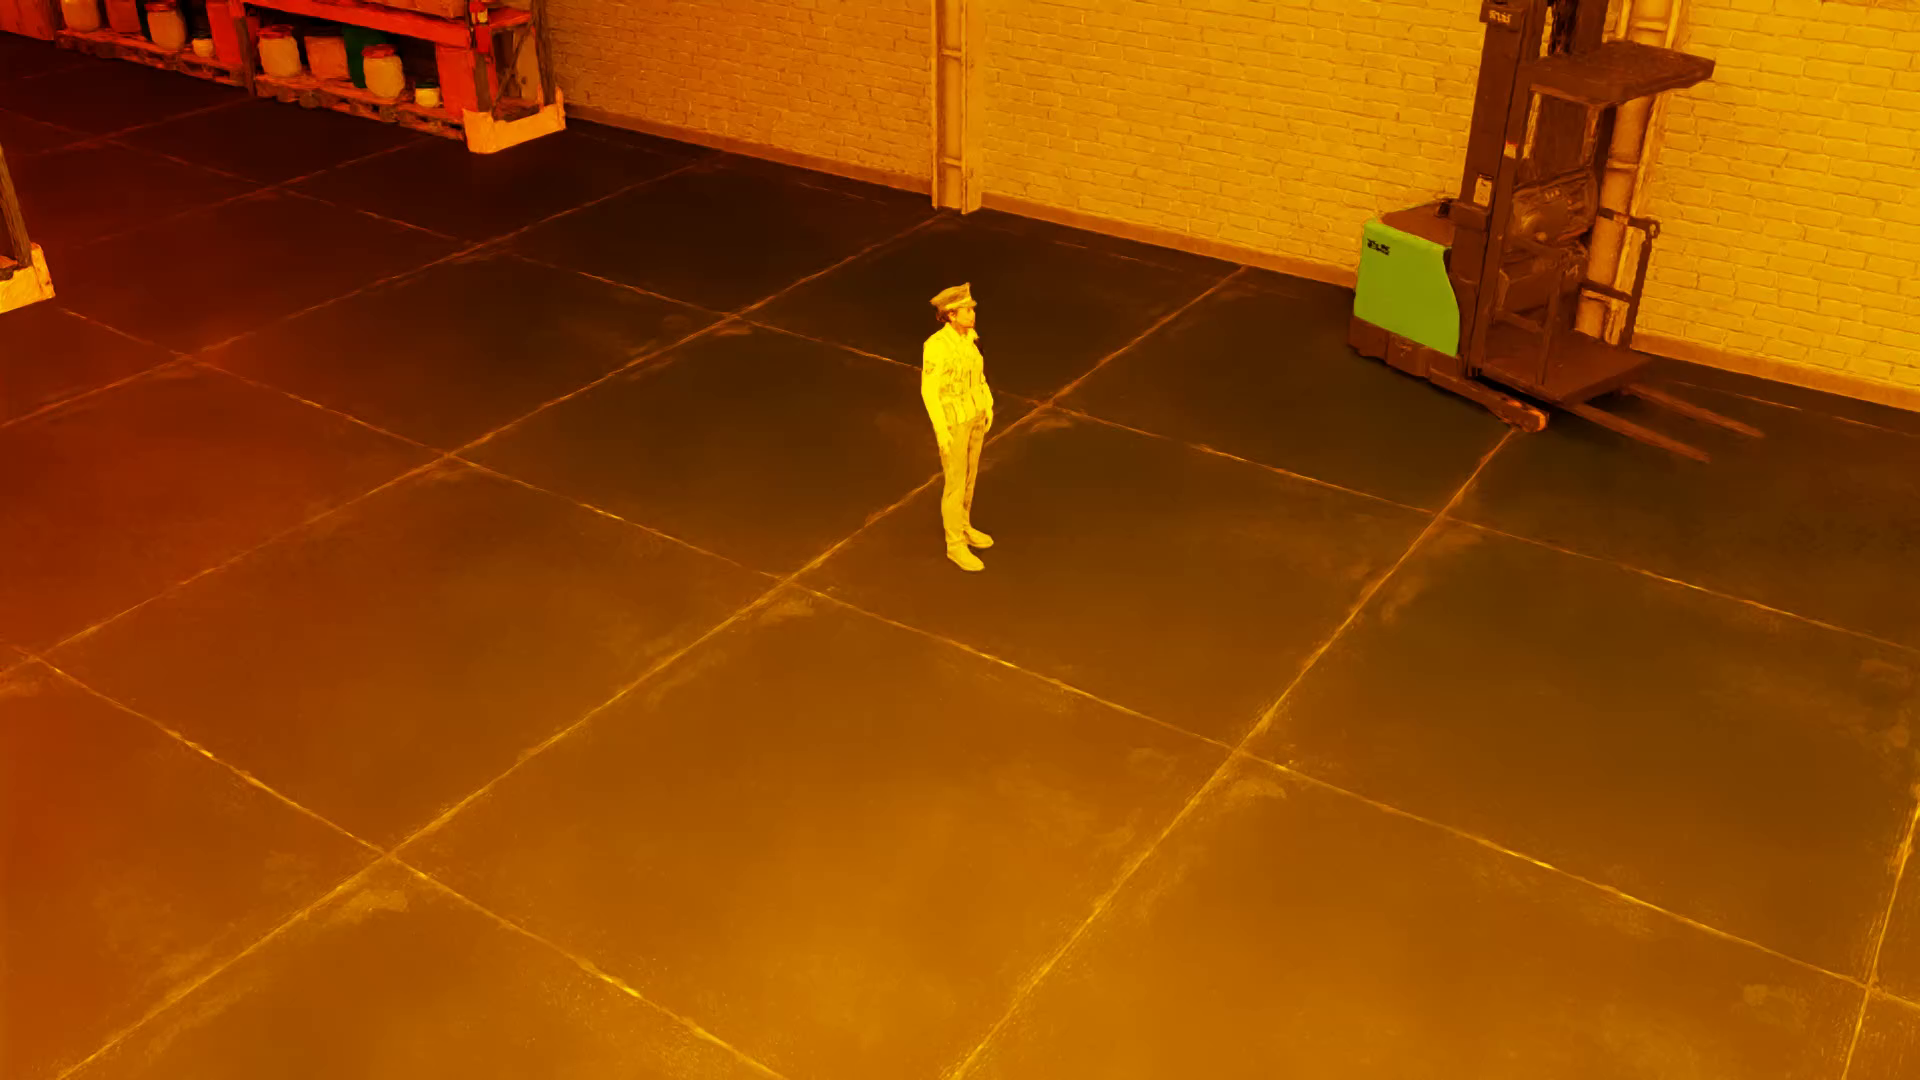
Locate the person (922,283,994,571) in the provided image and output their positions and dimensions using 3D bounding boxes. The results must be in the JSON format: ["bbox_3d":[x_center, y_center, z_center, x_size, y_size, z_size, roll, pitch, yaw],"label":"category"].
[{"bbox_3d":[0.052,-0.717,10.033,0.532,1.695,0.586,19,35,29],"label":"person"}]

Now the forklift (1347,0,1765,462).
[{"bbox_3d":[4.304,-2.304,11.548,1.130,2.935,3.031,-20,36,-31],"label":"forklift"}]
